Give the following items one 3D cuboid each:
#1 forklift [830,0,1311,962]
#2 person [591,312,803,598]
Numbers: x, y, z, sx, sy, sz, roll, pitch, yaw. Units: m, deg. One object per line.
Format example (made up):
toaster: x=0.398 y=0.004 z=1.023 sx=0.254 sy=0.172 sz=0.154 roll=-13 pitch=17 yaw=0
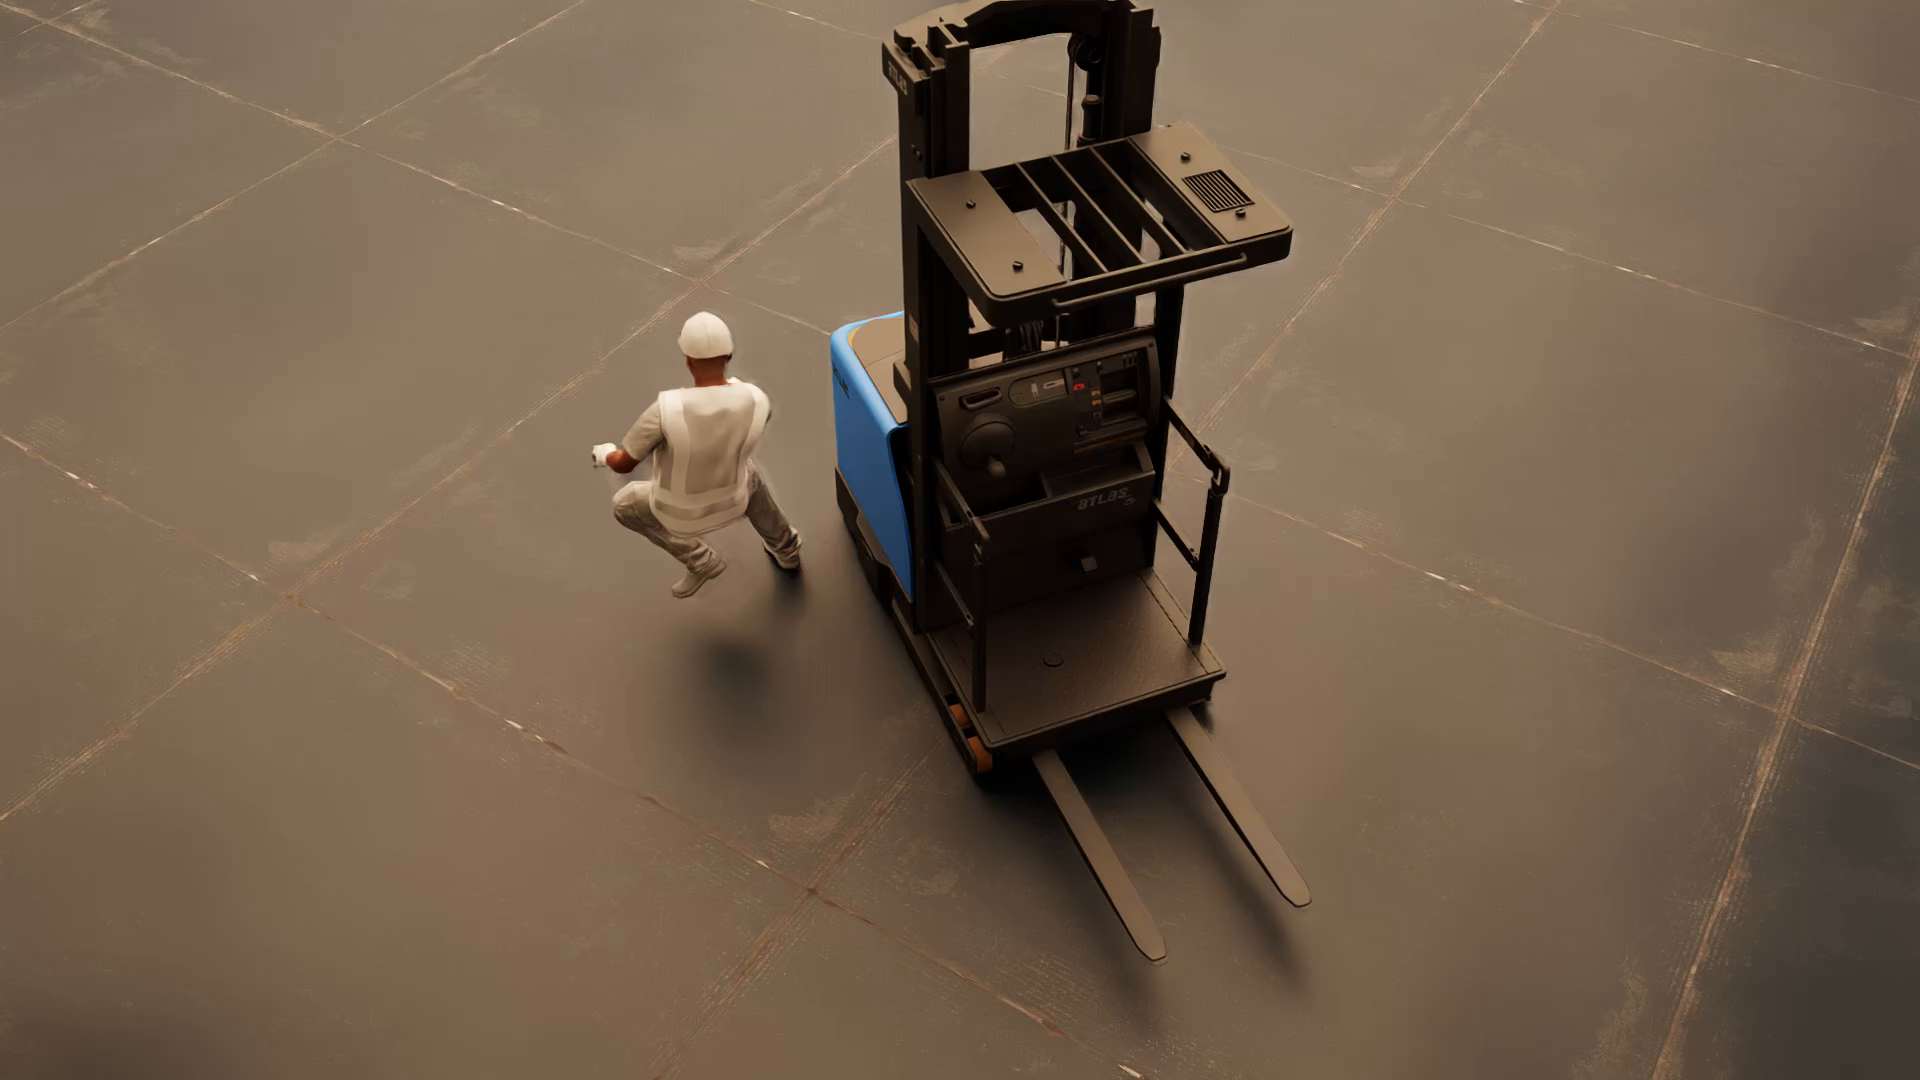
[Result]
forklift: x=0.432 y=-0.421 z=6.293 sx=1.130 sy=2.935 sz=3.031 roll=-16 pitch=46 yaw=-16
person: x=-1.144 y=-0.370 z=7.200 sx=0.873 sy=1.568 sz=0.776 roll=-20 pitch=47 yaw=-20
